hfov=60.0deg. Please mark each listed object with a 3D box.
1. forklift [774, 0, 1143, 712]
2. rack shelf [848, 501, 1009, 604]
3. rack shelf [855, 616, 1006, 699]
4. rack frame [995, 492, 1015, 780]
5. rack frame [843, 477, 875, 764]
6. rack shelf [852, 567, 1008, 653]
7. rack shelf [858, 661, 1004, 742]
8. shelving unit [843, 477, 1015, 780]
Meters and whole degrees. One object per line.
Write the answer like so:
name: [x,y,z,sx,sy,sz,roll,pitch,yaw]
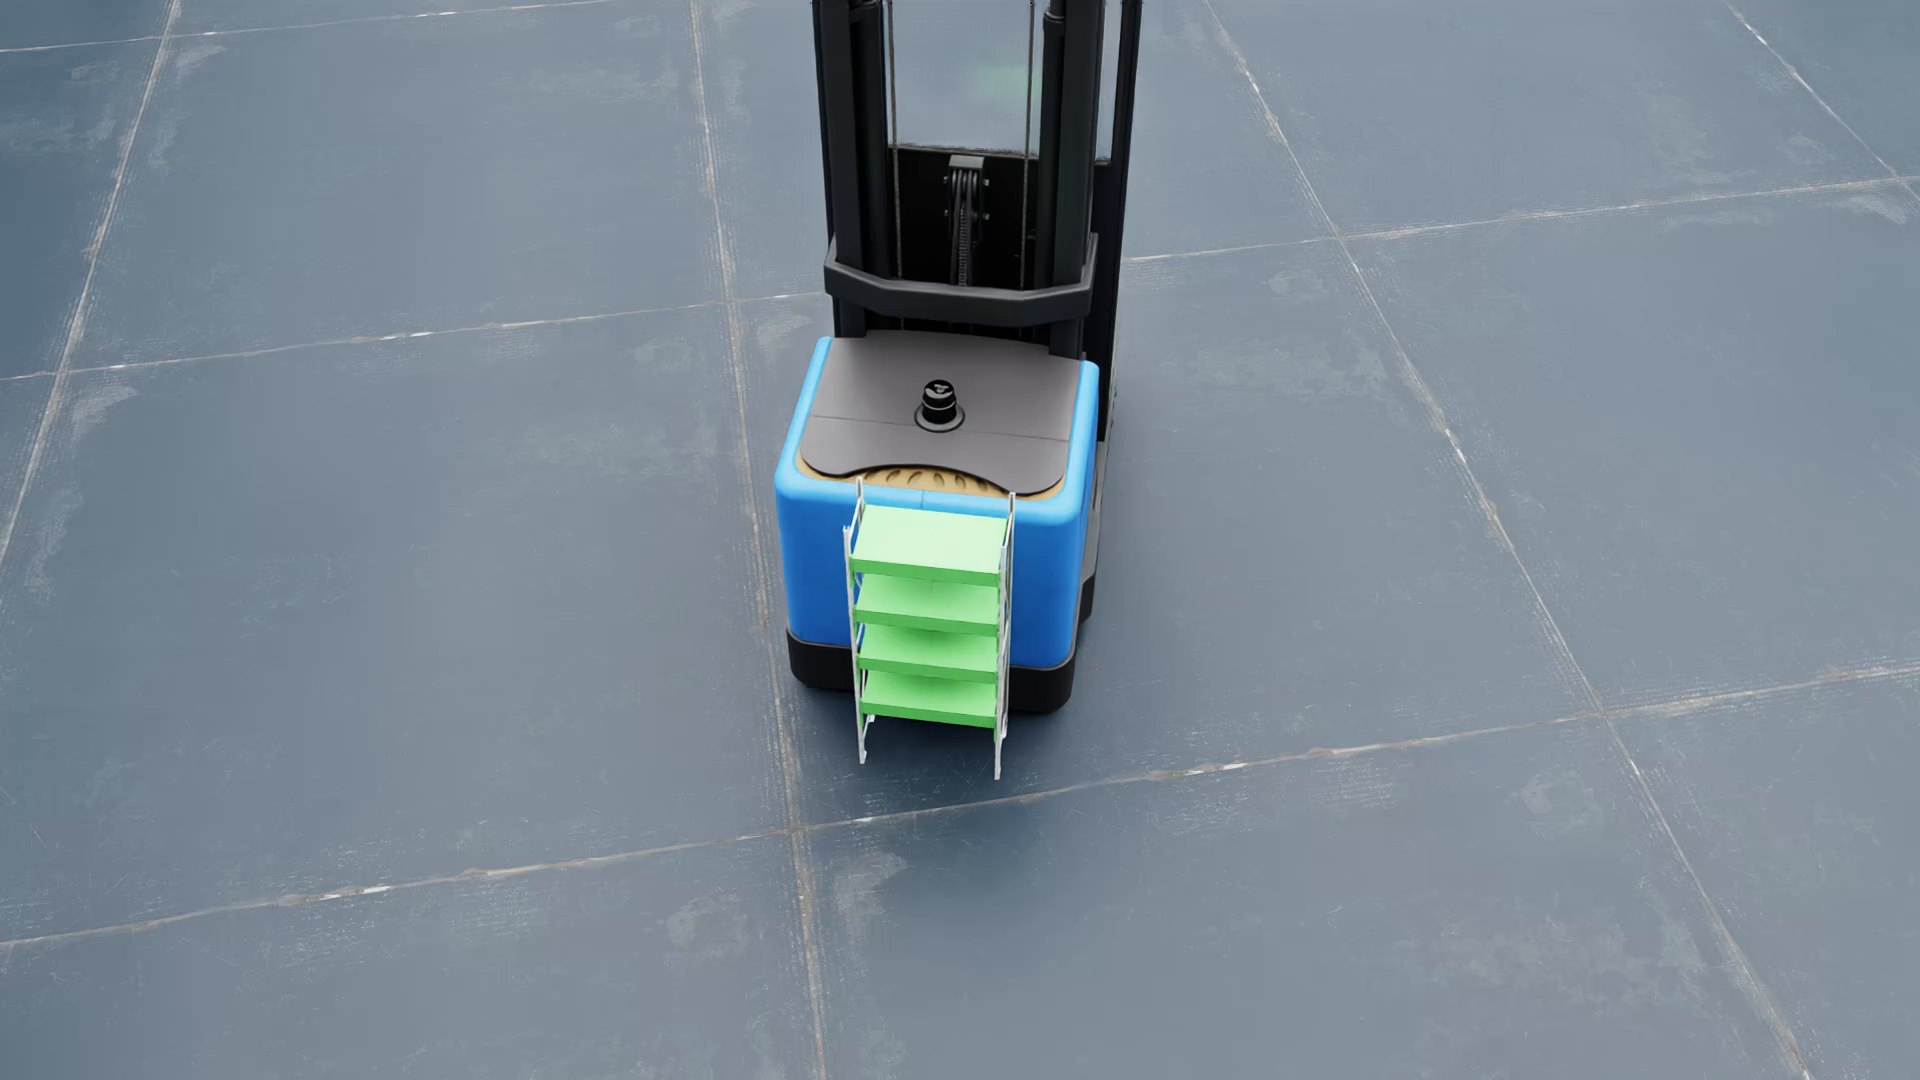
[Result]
forklift: [0.090,-1.464,6.125,1.130,2.935,3.031,6,46,6]
rack shelf: [-0.094,0.039,5.301,0.480,0.148,0.258,6,46,6]
rack shelf: [-0.094,0.372,5.647,0.480,0.148,0.258,6,46,6]
rack frame: [0.148,0.353,5.577,0.015,1.200,0.240,6,46,6]
rack frame: [-0.335,0.302,5.625,0.015,1.200,0.240,6,46,6]
rack shelf: [-0.094,0.205,5.474,0.480,0.148,0.258,6,46,6]
rack shelf: [-0.094,0.538,5.820,0.480,0.148,0.258,6,46,6]
shelving unit: [-0.094,0.328,5.601,0.503,1.200,0.258,6,46,6]
